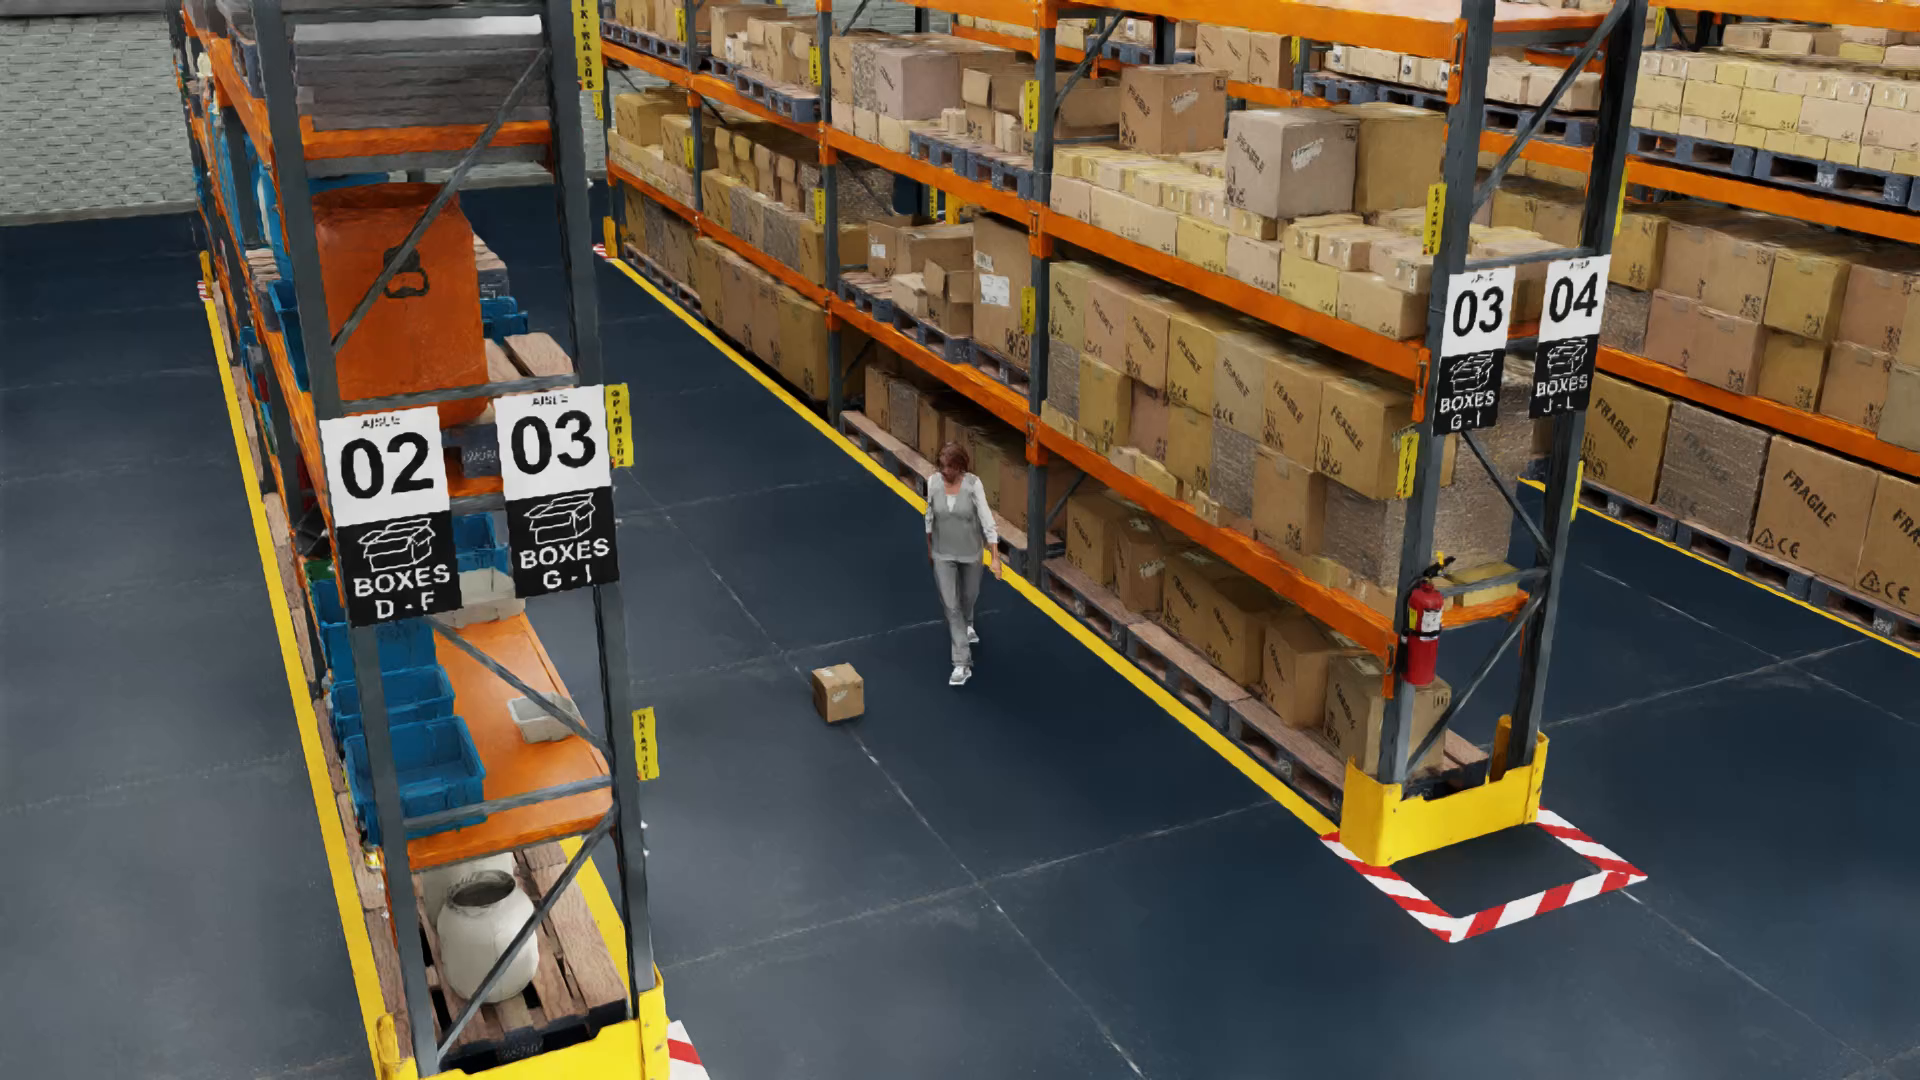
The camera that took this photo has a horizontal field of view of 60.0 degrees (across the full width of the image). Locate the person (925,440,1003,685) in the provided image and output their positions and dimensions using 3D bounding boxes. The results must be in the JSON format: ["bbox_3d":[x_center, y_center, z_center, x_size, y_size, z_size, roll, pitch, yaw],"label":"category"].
[{"bbox_3d":[-5.662,-4.548,16.196,28.449,5.979,13.928,1,22,2],"label":"person"}]
